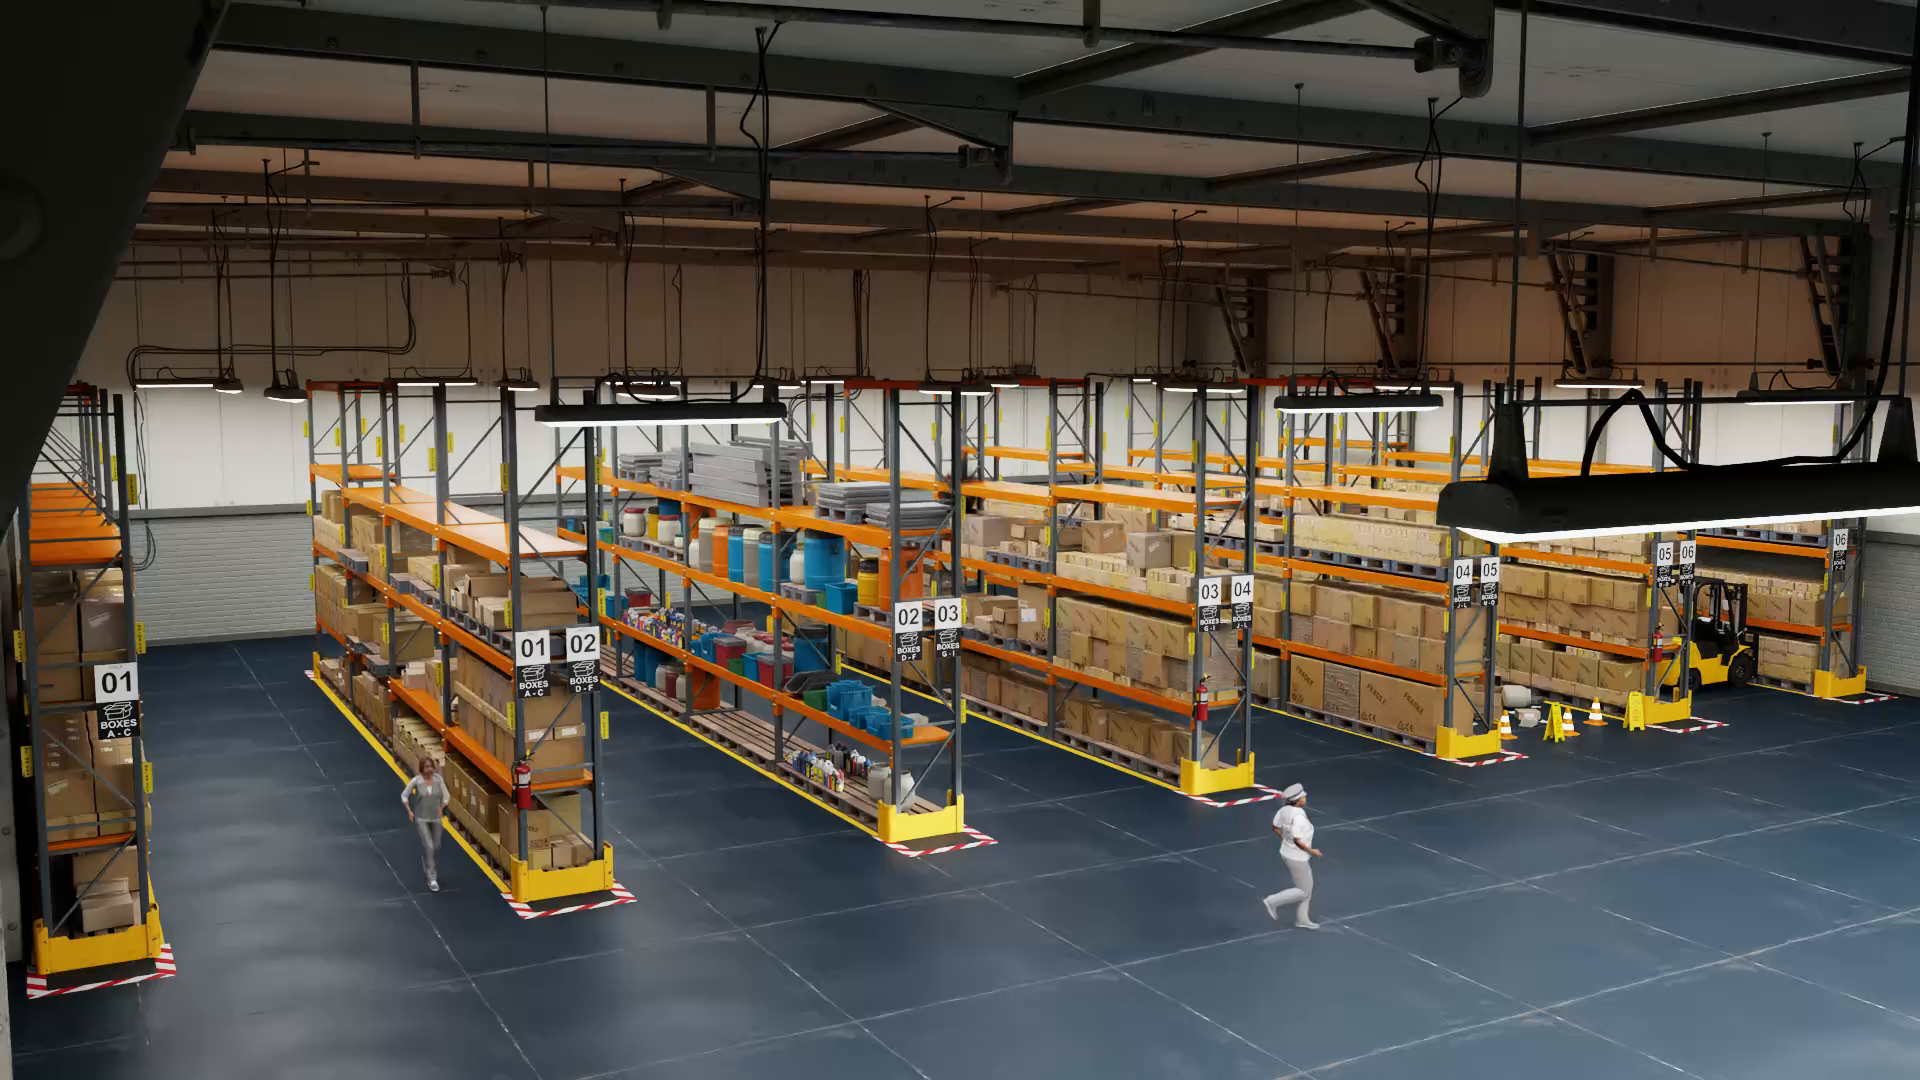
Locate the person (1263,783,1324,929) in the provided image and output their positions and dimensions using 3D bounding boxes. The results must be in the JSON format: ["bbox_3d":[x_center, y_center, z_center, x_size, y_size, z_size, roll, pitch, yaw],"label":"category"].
[{"bbox_3d":[3.698,3.547,18.577,0.711,1.675,0.577,-1,6,-12],"label":"person"}]

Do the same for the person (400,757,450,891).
[{"bbox_3d":[-6.469,3.397,20.168,0.557,1.589,0.746,-4,7,-33],"label":"person"}]
